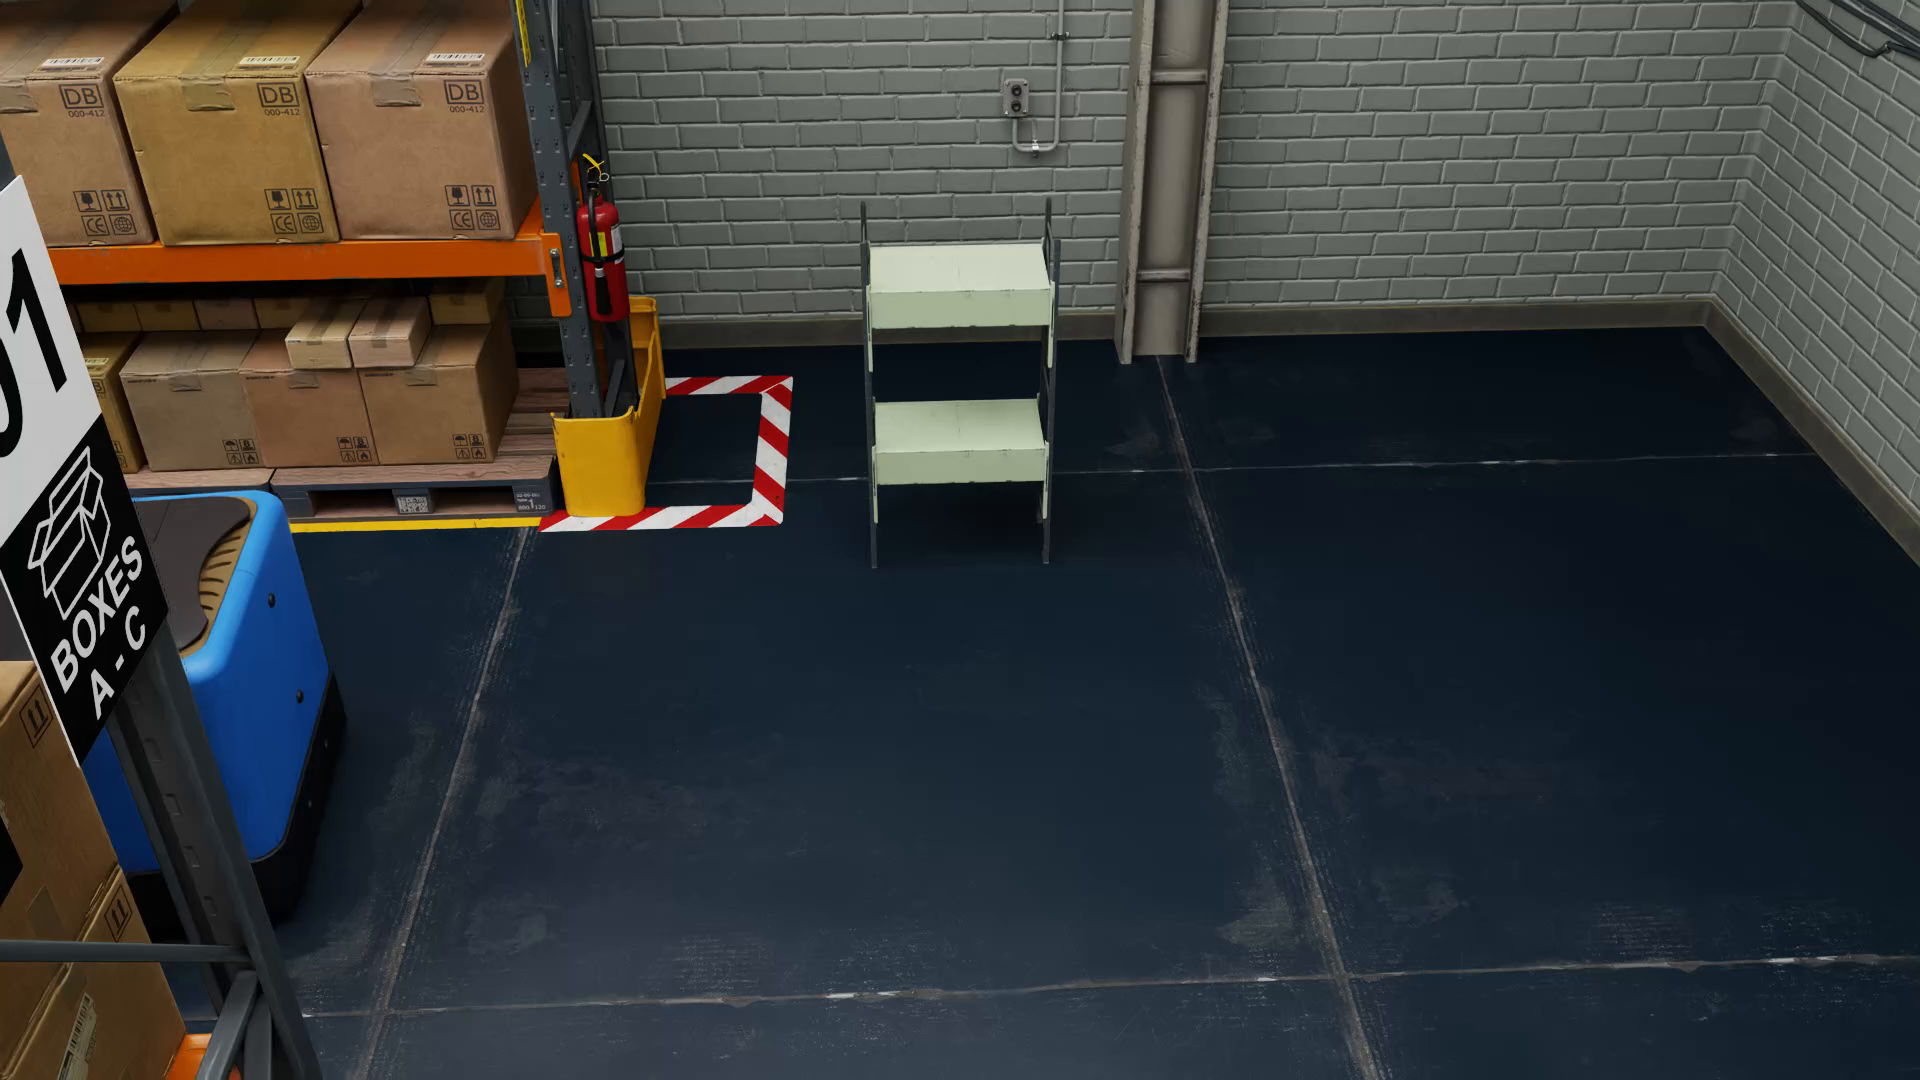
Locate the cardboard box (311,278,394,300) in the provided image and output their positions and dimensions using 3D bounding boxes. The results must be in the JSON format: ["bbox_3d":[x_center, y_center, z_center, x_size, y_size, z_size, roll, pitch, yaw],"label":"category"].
[{"bbox_3d":[-2.724,-1.107,7.471,0.250,0.149,0.380,-1,35,-2],"label":"cardboard box"}]

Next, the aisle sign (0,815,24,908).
[{"bbox_3d":[-1.318,0.251,1.967,0.004,0.787,0.394,-2,35,-2],"label":"aisle sign"}]

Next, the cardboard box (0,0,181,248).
[{"bbox_3d":[-3.636,-1.731,6.852,0.700,0.700,0.980,-3,35,-5],"label":"cardboard box"}]

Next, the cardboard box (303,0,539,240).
[{"bbox_3d":[-2.148,-1.772,6.911,0.700,0.700,0.980,0,35,0],"label":"cardboard box"}]

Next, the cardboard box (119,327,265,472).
[{"bbox_3d":[-3.335,-0.710,7.468,0.500,0.500,0.700,-3,35,-4],"label":"cardboard box"}]

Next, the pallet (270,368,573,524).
[{"bbox_3d":[-2.434,-0.456,7.723,1.213,0.211,1.003,-2,35,-2],"label":"pallet"}]

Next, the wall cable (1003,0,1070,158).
[{"bbox_3d":[-0.404,-2.658,7.563,1.851,1.984,0.084,-2,35,-2],"label":"wall cable"}]

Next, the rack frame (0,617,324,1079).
[{"bbox_3d":[-1.400,1.147,2.956,0.127,3.000,1.000,-2,35,-2],"label":"rack frame"}]

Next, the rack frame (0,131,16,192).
[{"bbox_3d":[-1.400,-1.320,1.249,0.127,3.000,1.000,-2,35,-2],"label":"rack frame"}]

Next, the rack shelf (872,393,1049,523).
[{"bbox_3d":[-0.007,-0.348,7.008,0.720,0.370,0.431,-2,35,-2],"label":"rack shelf"}]

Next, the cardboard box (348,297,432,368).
[{"bbox_3d":[-2.453,-0.897,7.168,0.250,0.149,0.380,-2,35,-3],"label":"cardboard box"}]

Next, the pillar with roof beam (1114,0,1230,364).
[{"bbox_3d":[1.221,-2.253,2.597,0.400,9.000,9.100,-2,35,-2],"label":"pillar with roof beam"}]

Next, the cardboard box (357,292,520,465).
[{"bbox_3d":[-2.333,-0.737,7.507,0.500,0.500,0.700,-2,35,-2],"label":"cardboard box"}]

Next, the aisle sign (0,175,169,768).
[{"bbox_3d":[-1.346,-0.090,2.460,0.004,0.787,0.394,-2,35,-2],"label":"aisle sign"}]

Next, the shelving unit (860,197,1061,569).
[{"bbox_3d":[-0.007,-0.617,6.823,0.755,1.500,0.431,-2,35,-2],"label":"shelving unit"}]

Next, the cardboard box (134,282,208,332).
[{"bbox_3d":[-3.484,-1.086,7.441,0.250,0.149,0.380,-1,35,-2],"label":"cardboard box"}]

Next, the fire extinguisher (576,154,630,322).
[{"bbox_3d":[-1.466,-1.225,6.780,0.183,0.674,0.296,-2,35,-2],"label":"fire extinguisher"}]

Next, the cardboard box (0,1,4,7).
[{"bbox_3d":[-4.362,-1.706,6.815,0.700,0.700,0.980,-2,35,-3],"label":"cardboard box"}]

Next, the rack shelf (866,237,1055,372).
[{"bbox_3d":[-0.007,-0.937,6.601,0.720,0.370,0.431,-2,35,-2],"label":"rack shelf"}]

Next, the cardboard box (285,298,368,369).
[{"bbox_3d":[-2.708,-0.890,7.157,0.250,0.149,0.380,-1,35,-1],"label":"cardboard box"}]

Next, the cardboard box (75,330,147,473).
[{"bbox_3d":[-3.867,-0.692,7.441,0.500,0.500,0.700,-1,35,-1],"label":"cardboard box"}]

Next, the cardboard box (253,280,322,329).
[{"bbox_3d":[-2.974,-1.101,7.462,0.250,0.149,0.380,-1,35,-2],"label":"cardboard box"}]

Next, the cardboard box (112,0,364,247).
[{"bbox_3d":[-2.874,-1.746,6.874,0.700,0.700,0.980,-2,35,-3],"label":"cardboard box"}]

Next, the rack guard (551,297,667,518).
[{"bbox_3d":[-1.615,-0.641,7.737,0.348,0.500,1.175,-2,35,-2],"label":"rack guard"}]

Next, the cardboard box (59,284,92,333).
[{"bbox_3d":[-3.995,-1.072,7.421,0.250,0.149,0.380,-1,35,-2],"label":"cardboard box"}]

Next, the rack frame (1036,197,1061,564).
[{"bbox_3d":[0.359,-0.626,6.837,0.023,1.500,0.400,-2,35,-2],"label":"rack frame"}]

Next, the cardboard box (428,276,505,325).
[{"bbox_3d":[-2.218,-1.121,7.492,0.250,0.149,0.380,-1,35,-2],"label":"cardboard box"}]

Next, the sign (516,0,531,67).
[{"bbox_3d":[-1.627,-1.933,6.182,0.005,0.325,0.100,-2,35,-2],"label":"sign"}]

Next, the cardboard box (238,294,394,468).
[{"bbox_3d":[-2.833,-0.724,7.488,0.500,0.500,0.700,-2,35,-2],"label":"cardboard box"}]

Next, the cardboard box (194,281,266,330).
[{"bbox_3d":[-3.228,-1.093,7.452,0.250,0.149,0.380,-1,35,-2],"label":"cardboard box"}]

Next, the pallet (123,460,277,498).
[{"bbox_3d":[-3.649,-0.425,7.678,1.213,0.211,1.003,-2,35,-2],"label":"pallet"}]

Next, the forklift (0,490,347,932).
[{"bbox_3d":[-3.713,-0.119,4.846,3.031,2.935,1.130,-4,35,-6],"label":"forklift"}]

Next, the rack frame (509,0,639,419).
[{"bbox_3d":[-1.639,-1.668,7.025,0.127,3.000,1.000,-2,35,-2],"label":"rack frame"}]

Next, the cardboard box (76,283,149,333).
[{"bbox_3d":[-3.737,-1.080,7.432,0.250,0.149,0.380,-2,35,-3],"label":"cardboard box"}]

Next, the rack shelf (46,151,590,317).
[{"bbox_3d":[-3.636,-1.319,7.152,4.000,0.370,1.077,-2,35,-2],"label":"rack shelf"}]

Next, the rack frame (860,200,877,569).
[{"bbox_3d":[-0.372,-0.607,6.809,0.023,1.500,0.400,-2,35,-2],"label":"rack frame"}]

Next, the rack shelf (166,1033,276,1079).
[{"bbox_3d":[-3.398,1.497,3.083,4.000,0.370,1.077,-2,35,-2],"label":"rack shelf"}]

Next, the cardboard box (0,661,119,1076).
[{"bbox_3d":[-1.856,0.557,2.843,0.500,0.500,0.500,-1,35,-1],"label":"cardboard box"}]

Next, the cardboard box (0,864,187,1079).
[{"bbox_3d":[-1.856,0.968,3.127,0.500,0.500,0.500,-1,35,-1],"label":"cardboard box"}]
